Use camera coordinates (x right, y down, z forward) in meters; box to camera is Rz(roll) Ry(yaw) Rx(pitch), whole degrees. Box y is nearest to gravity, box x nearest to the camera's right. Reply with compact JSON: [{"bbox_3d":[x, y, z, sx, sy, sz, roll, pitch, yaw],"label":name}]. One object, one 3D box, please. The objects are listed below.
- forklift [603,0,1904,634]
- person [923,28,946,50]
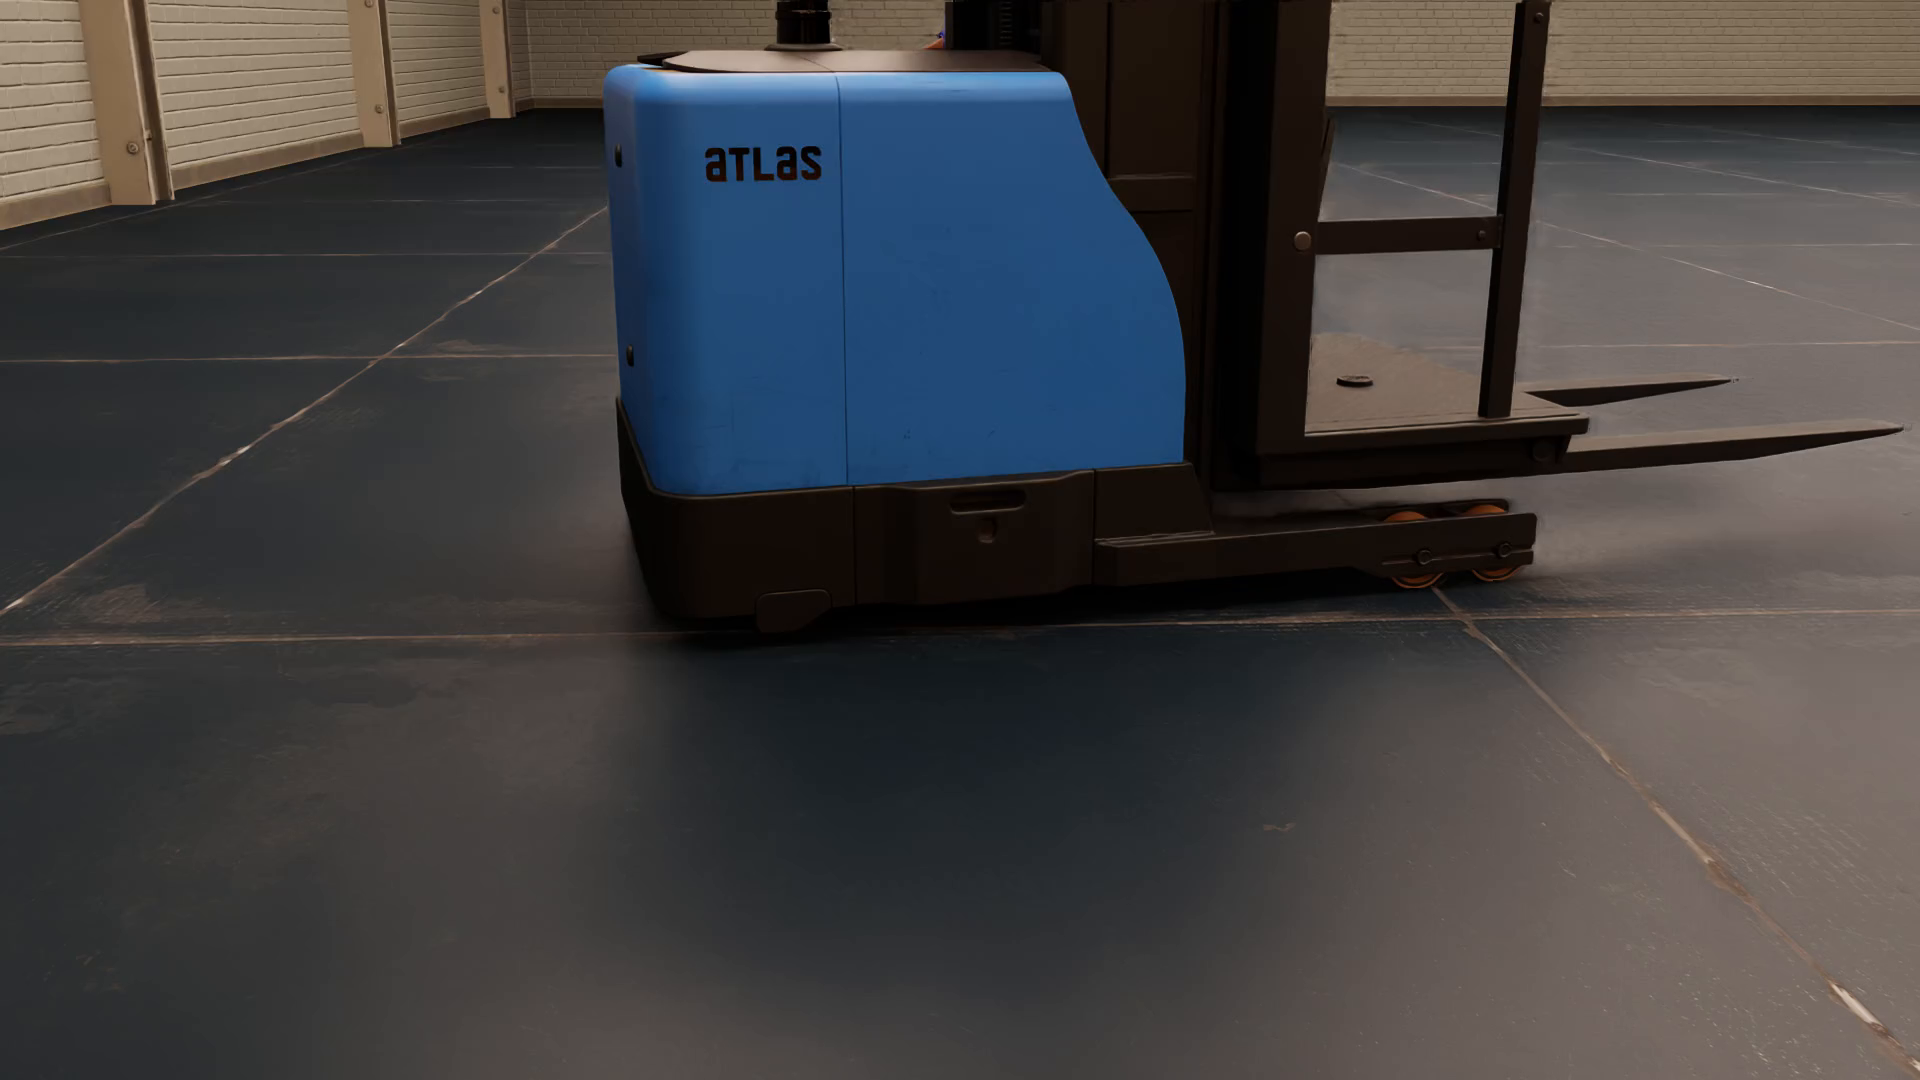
[{"bbox_3d":[0.754,-1.439,3.613,3.031,2.935,1.130,-5,18,-15],"label":"forklift"},{"bbox_3d":[0.223,-1.333,5.821,1.079,1.555,0.480,-7,18,-22],"label":"person"}]
